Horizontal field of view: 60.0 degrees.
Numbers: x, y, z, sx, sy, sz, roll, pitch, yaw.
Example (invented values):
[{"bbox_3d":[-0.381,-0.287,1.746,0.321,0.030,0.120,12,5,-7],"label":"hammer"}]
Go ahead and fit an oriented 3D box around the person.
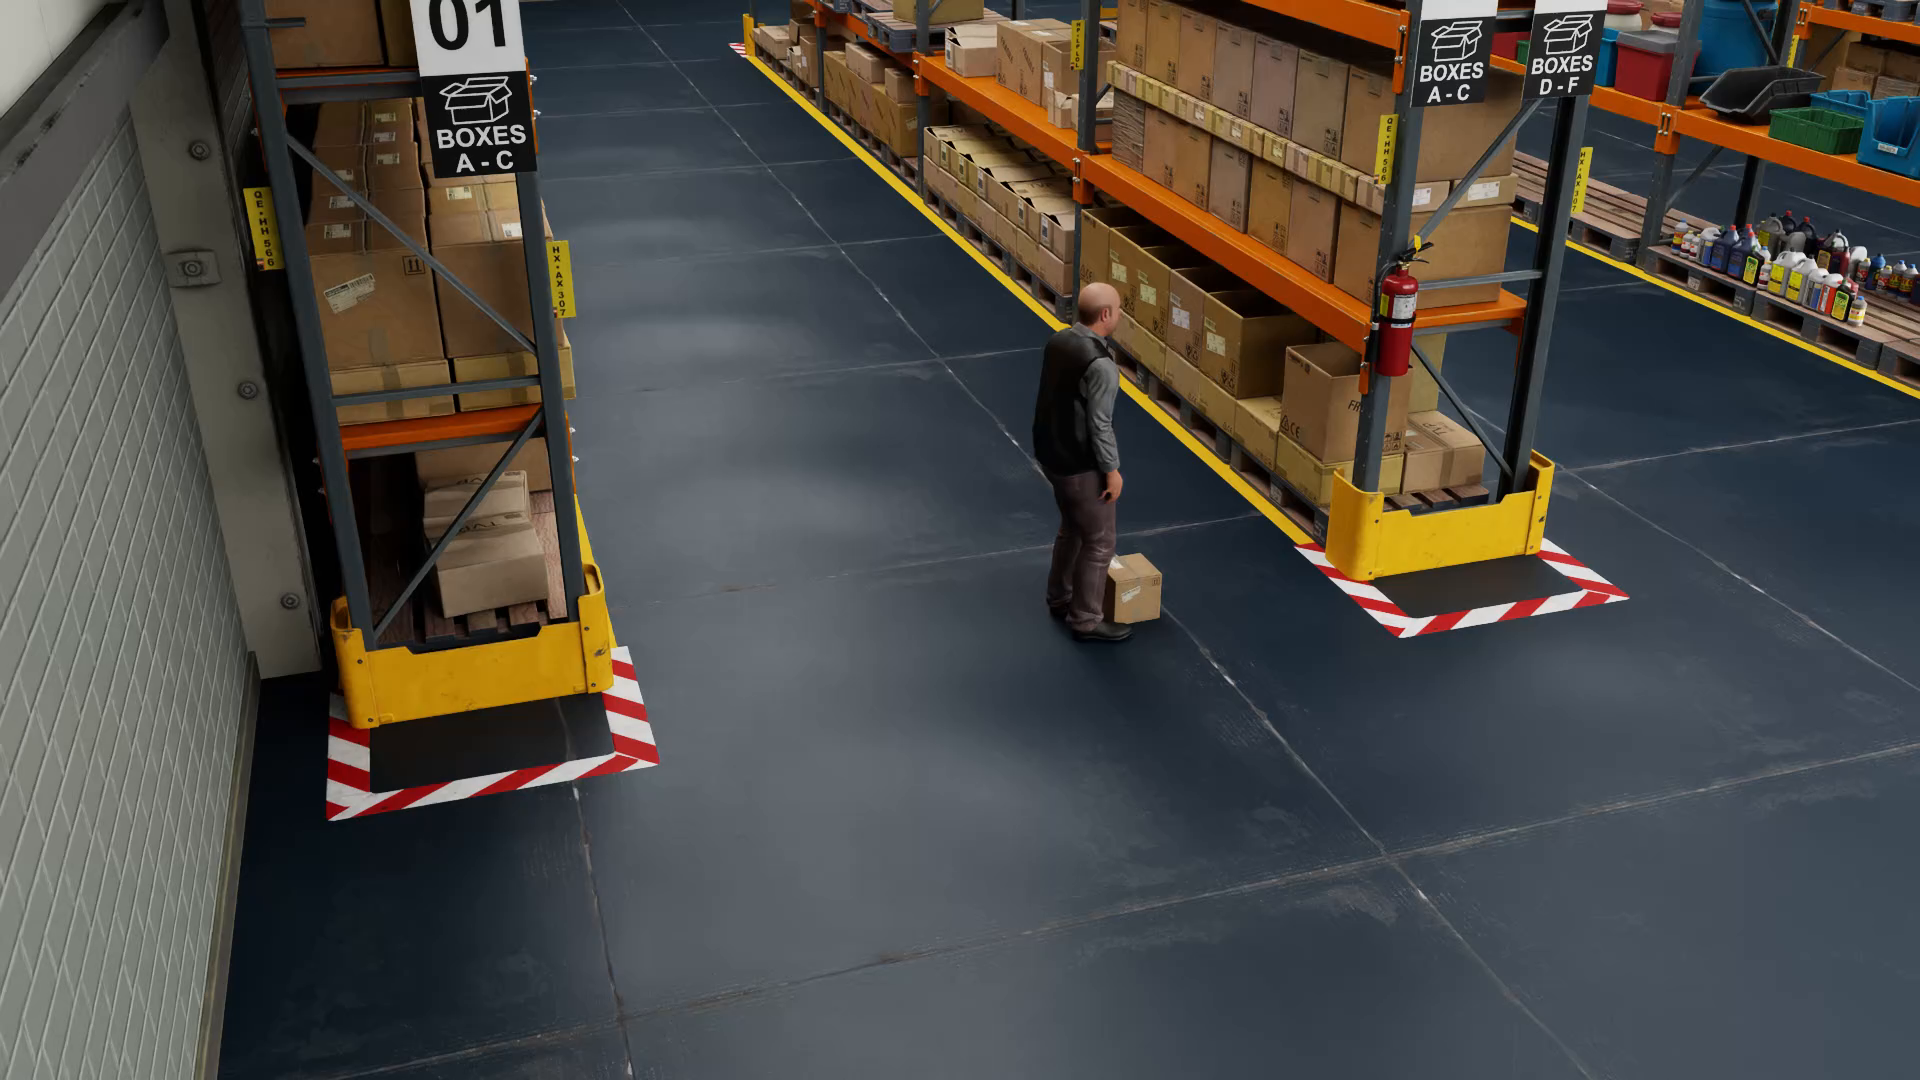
[{"bbox_3d":[0.570,-0.376,7.906,0.424,1.720,0.593,-10,28,-19],"label":"person"}]
